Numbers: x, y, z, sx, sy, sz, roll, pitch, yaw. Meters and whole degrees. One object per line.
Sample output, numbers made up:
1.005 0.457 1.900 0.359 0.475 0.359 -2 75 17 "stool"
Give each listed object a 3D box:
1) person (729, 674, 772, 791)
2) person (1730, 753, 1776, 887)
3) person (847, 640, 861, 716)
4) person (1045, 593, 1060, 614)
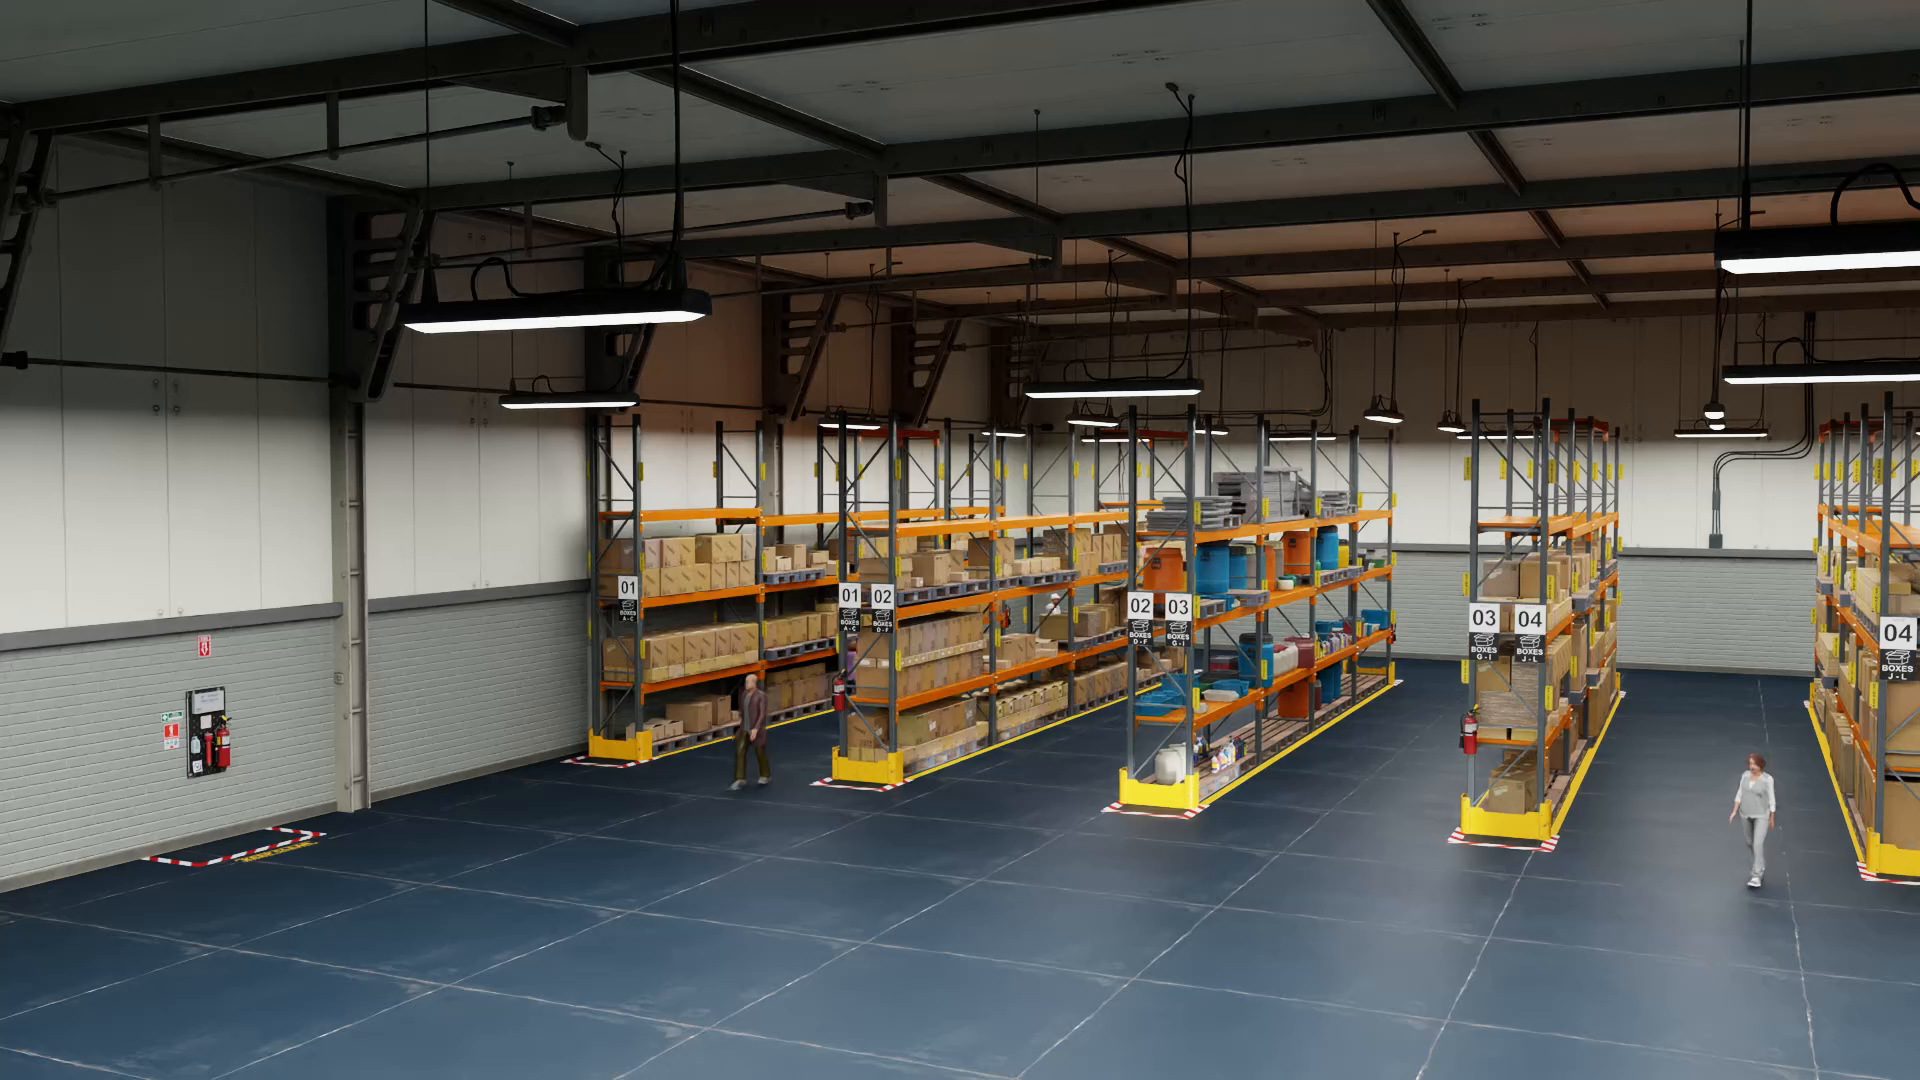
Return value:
-3.333 3.093 26.400 0.602 1.710 0.864 1 3 32 "person"
9.682 3.374 20.238 0.761 1.572 0.426 -2 3 -34 "person"
-2.193 2.839 33.500 0.449 1.596 0.514 2 3 38 "person"
2.421 2.299 43.976 0.703 1.782 0.612 2 3 41 "person"
